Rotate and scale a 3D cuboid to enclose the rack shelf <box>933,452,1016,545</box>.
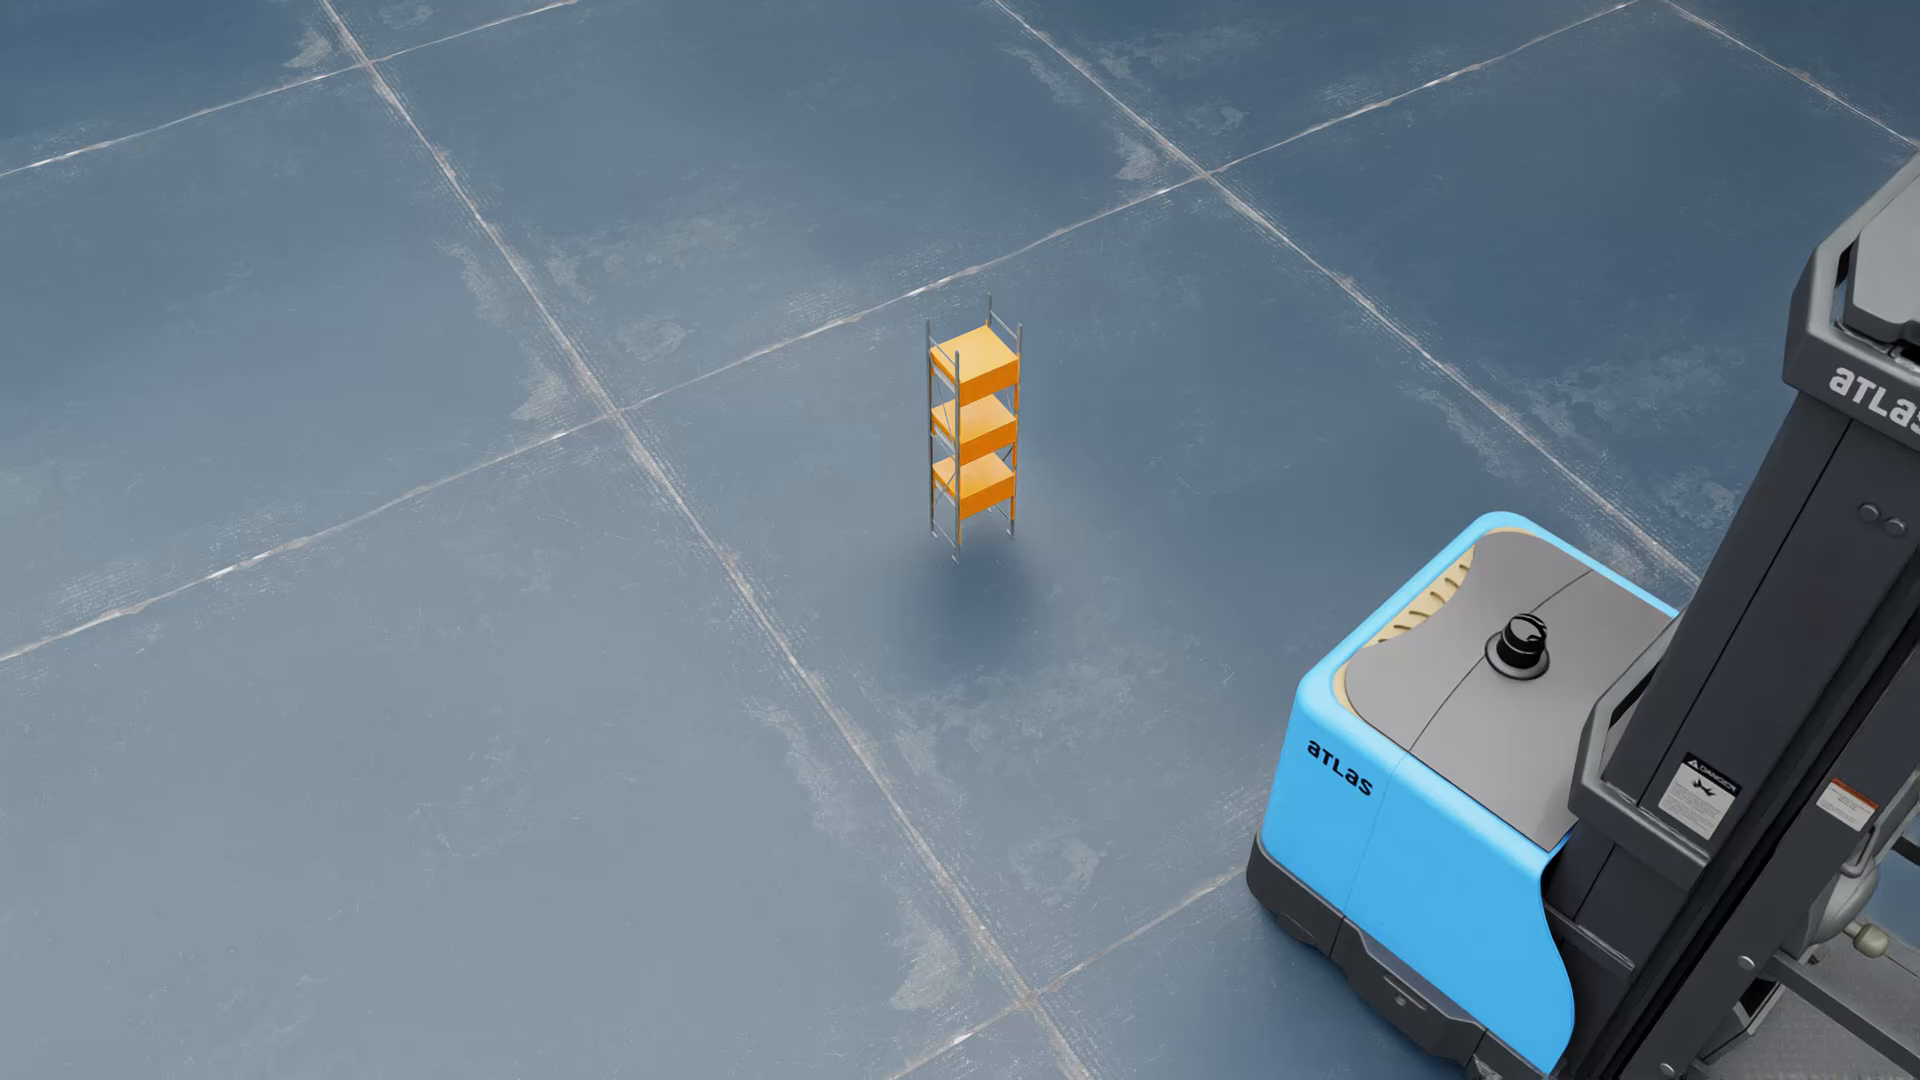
[{"bbox_3d":[0.045,-0.179,6.092,0.240,0.259,0.215,-25,53,-21],"label":"rack shelf"}]

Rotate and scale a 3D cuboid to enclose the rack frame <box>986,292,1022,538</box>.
[{"bbox_3d":[0.148,-0.419,5.920,0.008,1.050,0.200,-25,53,-21],"label":"rack frame"}]

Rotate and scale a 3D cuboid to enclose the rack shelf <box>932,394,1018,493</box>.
[{"bbox_3d":[0.045,-0.363,5.885,0.240,0.259,0.215,-25,53,-21],"label":"rack shelf"}]

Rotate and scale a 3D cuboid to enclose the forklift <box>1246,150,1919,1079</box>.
[{"bbox_3d":[2.286,0.668,3.693,1.130,2.935,3.031,-36,58,-28],"label":"forklift"}]

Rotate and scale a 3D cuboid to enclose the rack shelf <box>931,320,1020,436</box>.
[{"bbox_3d":[0.045,-0.552,5.673,0.240,0.259,0.215,-25,53,-21],"label":"rack shelf"}]

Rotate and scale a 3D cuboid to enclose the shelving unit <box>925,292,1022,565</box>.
[{"bbox_3d":[0.045,-0.370,5.877,0.252,1.050,0.215,-25,53,-21],"label":"shelving unit"}]

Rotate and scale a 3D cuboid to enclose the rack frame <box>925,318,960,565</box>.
[{"bbox_3d":[-0.058,-0.322,5.834,0.008,1.050,0.200,-25,53,-21],"label":"rack frame"}]
